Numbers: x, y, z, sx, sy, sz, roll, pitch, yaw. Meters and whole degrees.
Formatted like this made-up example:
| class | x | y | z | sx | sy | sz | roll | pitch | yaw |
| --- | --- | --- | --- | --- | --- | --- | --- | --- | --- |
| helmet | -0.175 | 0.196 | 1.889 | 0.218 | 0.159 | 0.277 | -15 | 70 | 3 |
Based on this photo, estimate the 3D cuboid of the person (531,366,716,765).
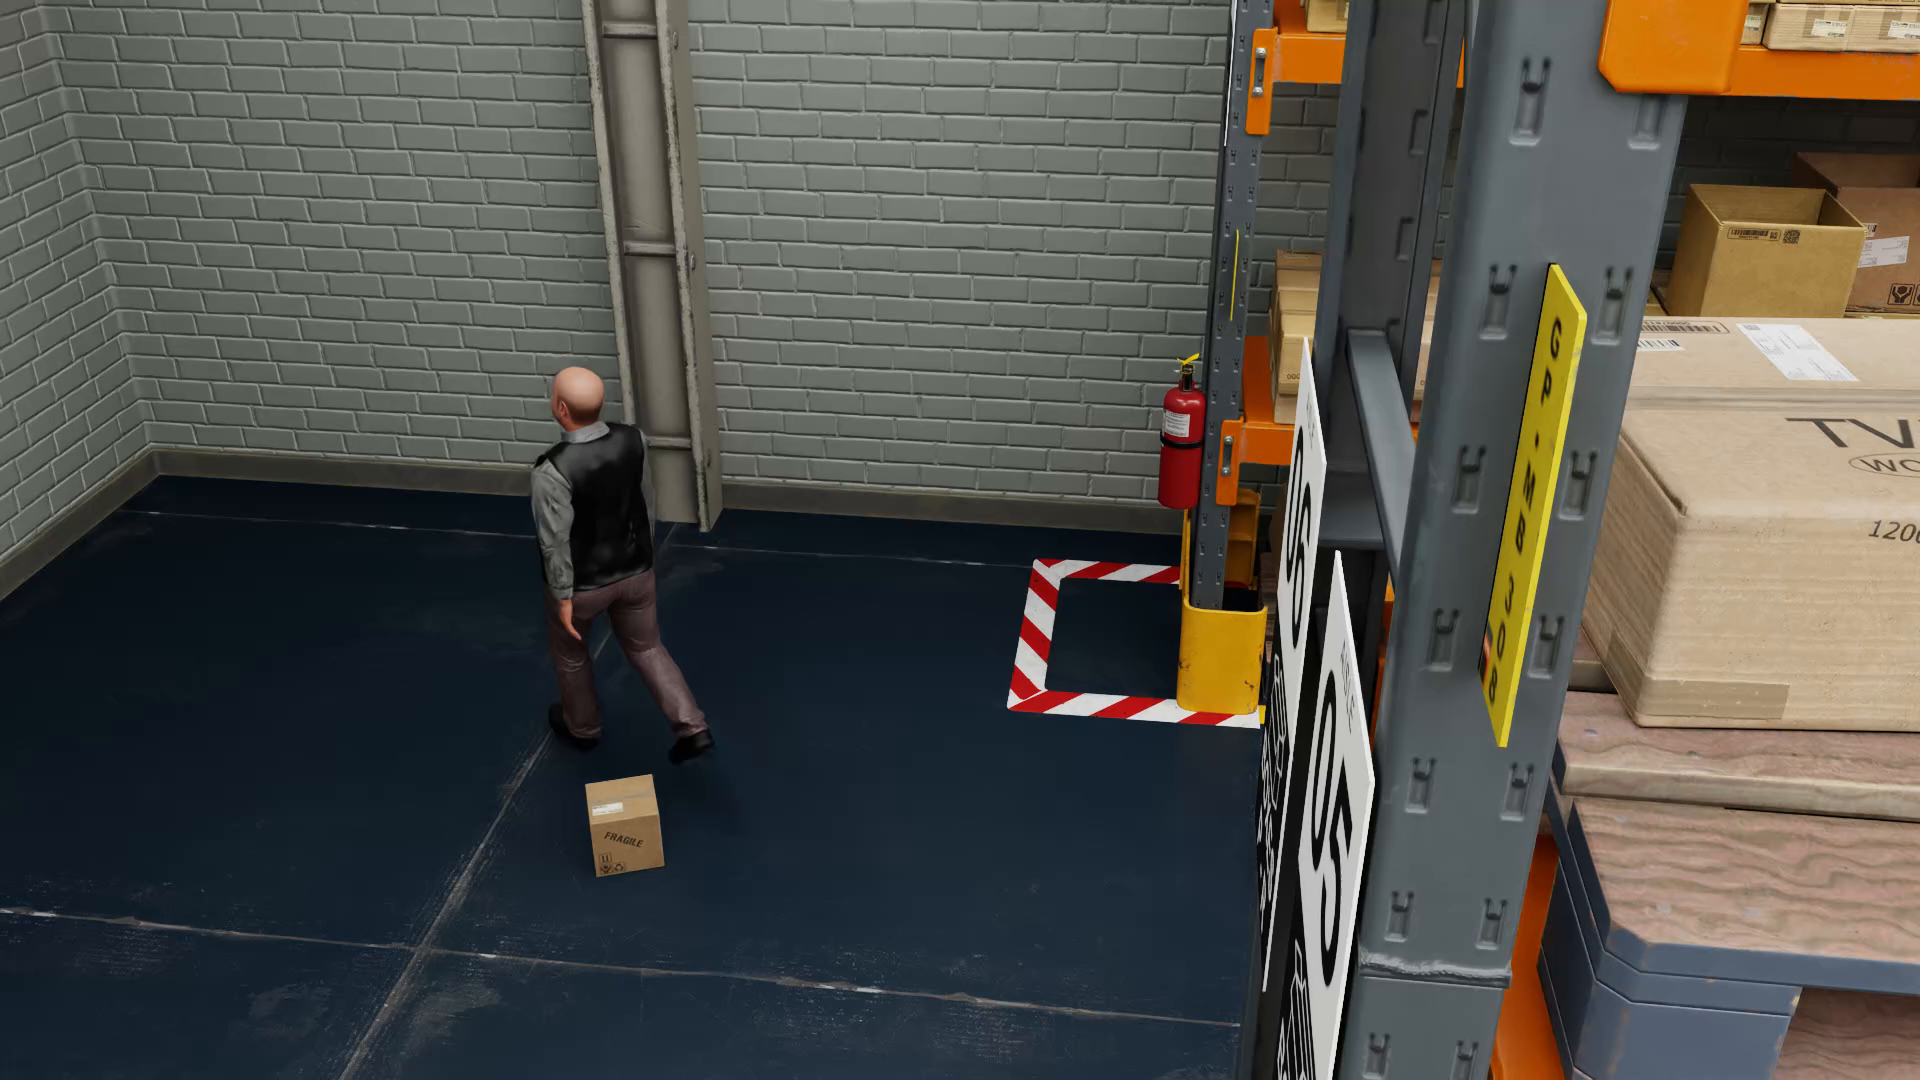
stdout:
| class | x | y | z | sx | sy | sz | roll | pitch | yaw |
| --- | --- | --- | --- | --- | --- | --- | --- | --- | --- |
| person | -1.355 | 0.142 | 6.380 | 0.532 | 1.692 | 0.908 | -24 | 36 | -37 |
